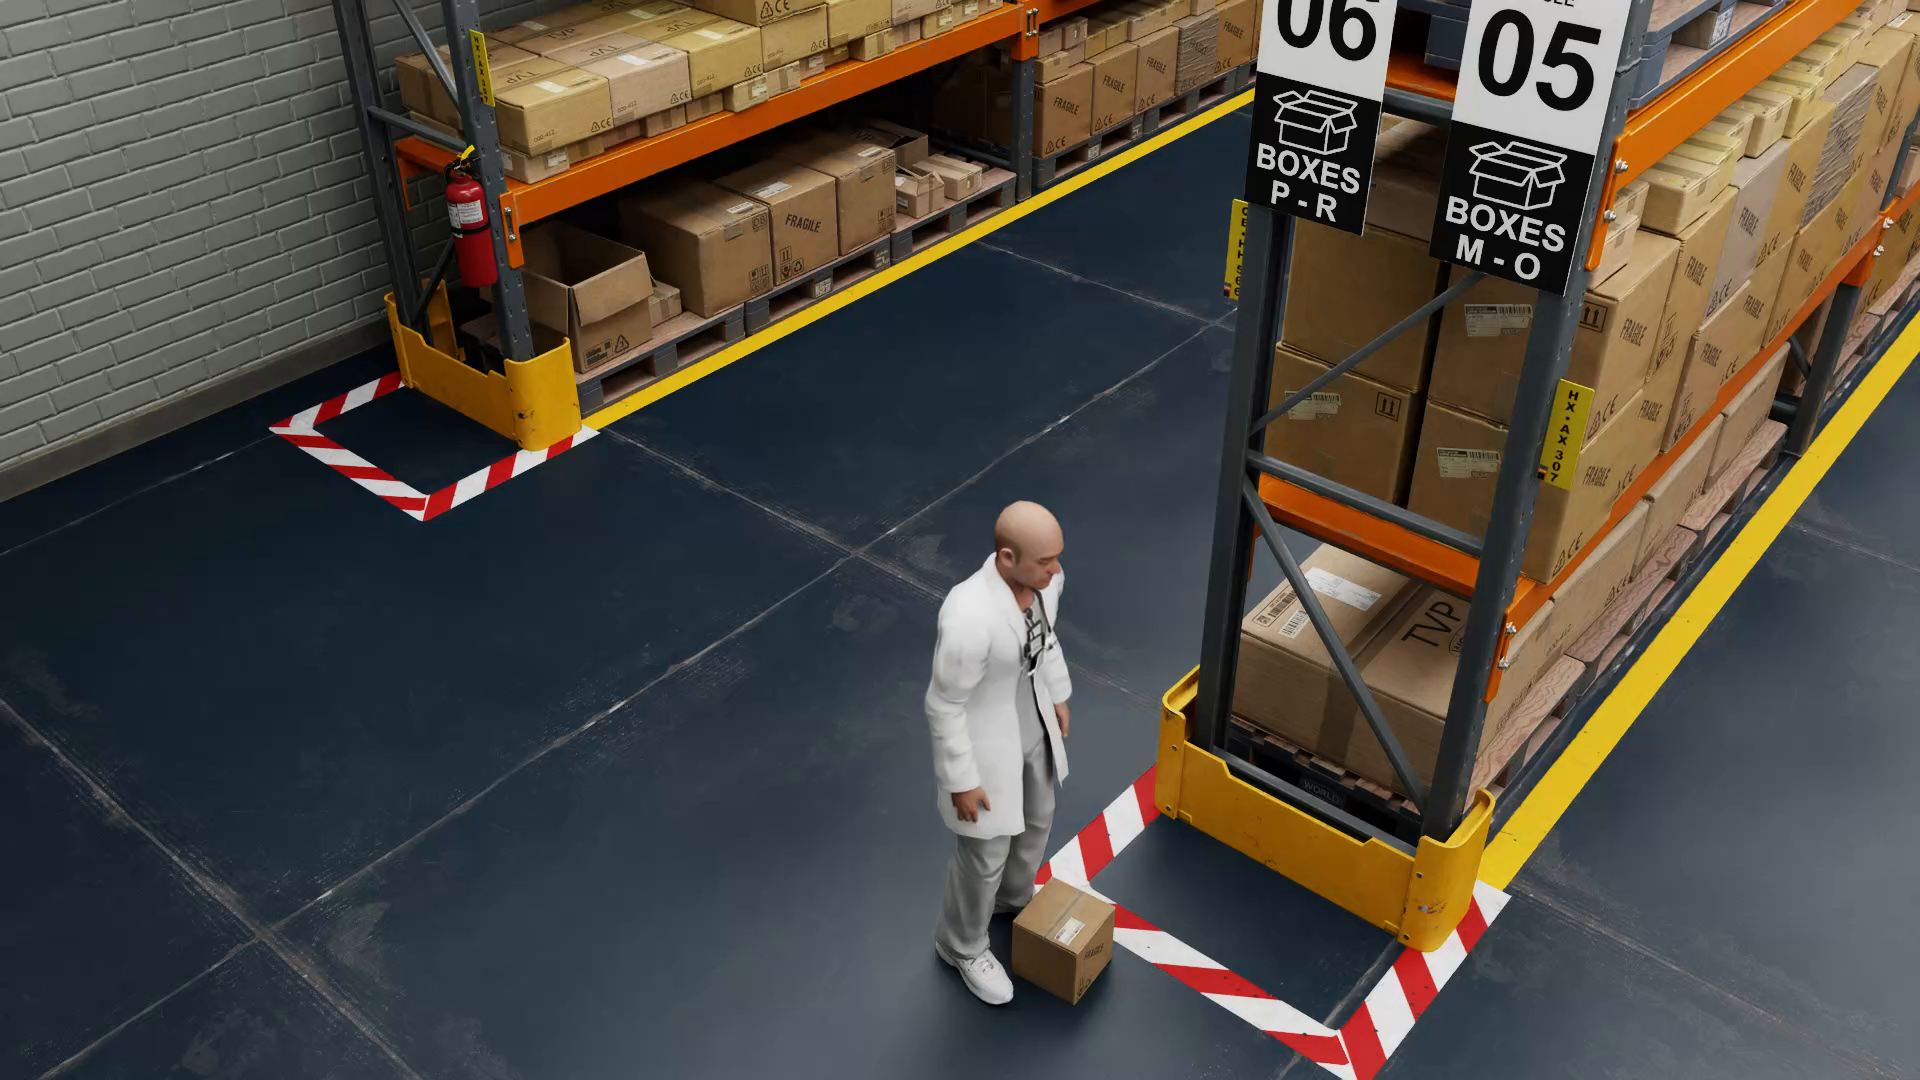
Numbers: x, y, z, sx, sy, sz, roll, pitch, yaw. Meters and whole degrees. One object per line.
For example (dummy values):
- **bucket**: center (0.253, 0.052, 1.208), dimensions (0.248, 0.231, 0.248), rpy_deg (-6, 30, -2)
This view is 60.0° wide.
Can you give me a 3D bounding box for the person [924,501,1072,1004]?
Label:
- **person**: center (0.141, 0.628, 5.245), dimensions (0.419, 1.774, 0.643), rpy_deg (22, 40, 29)
